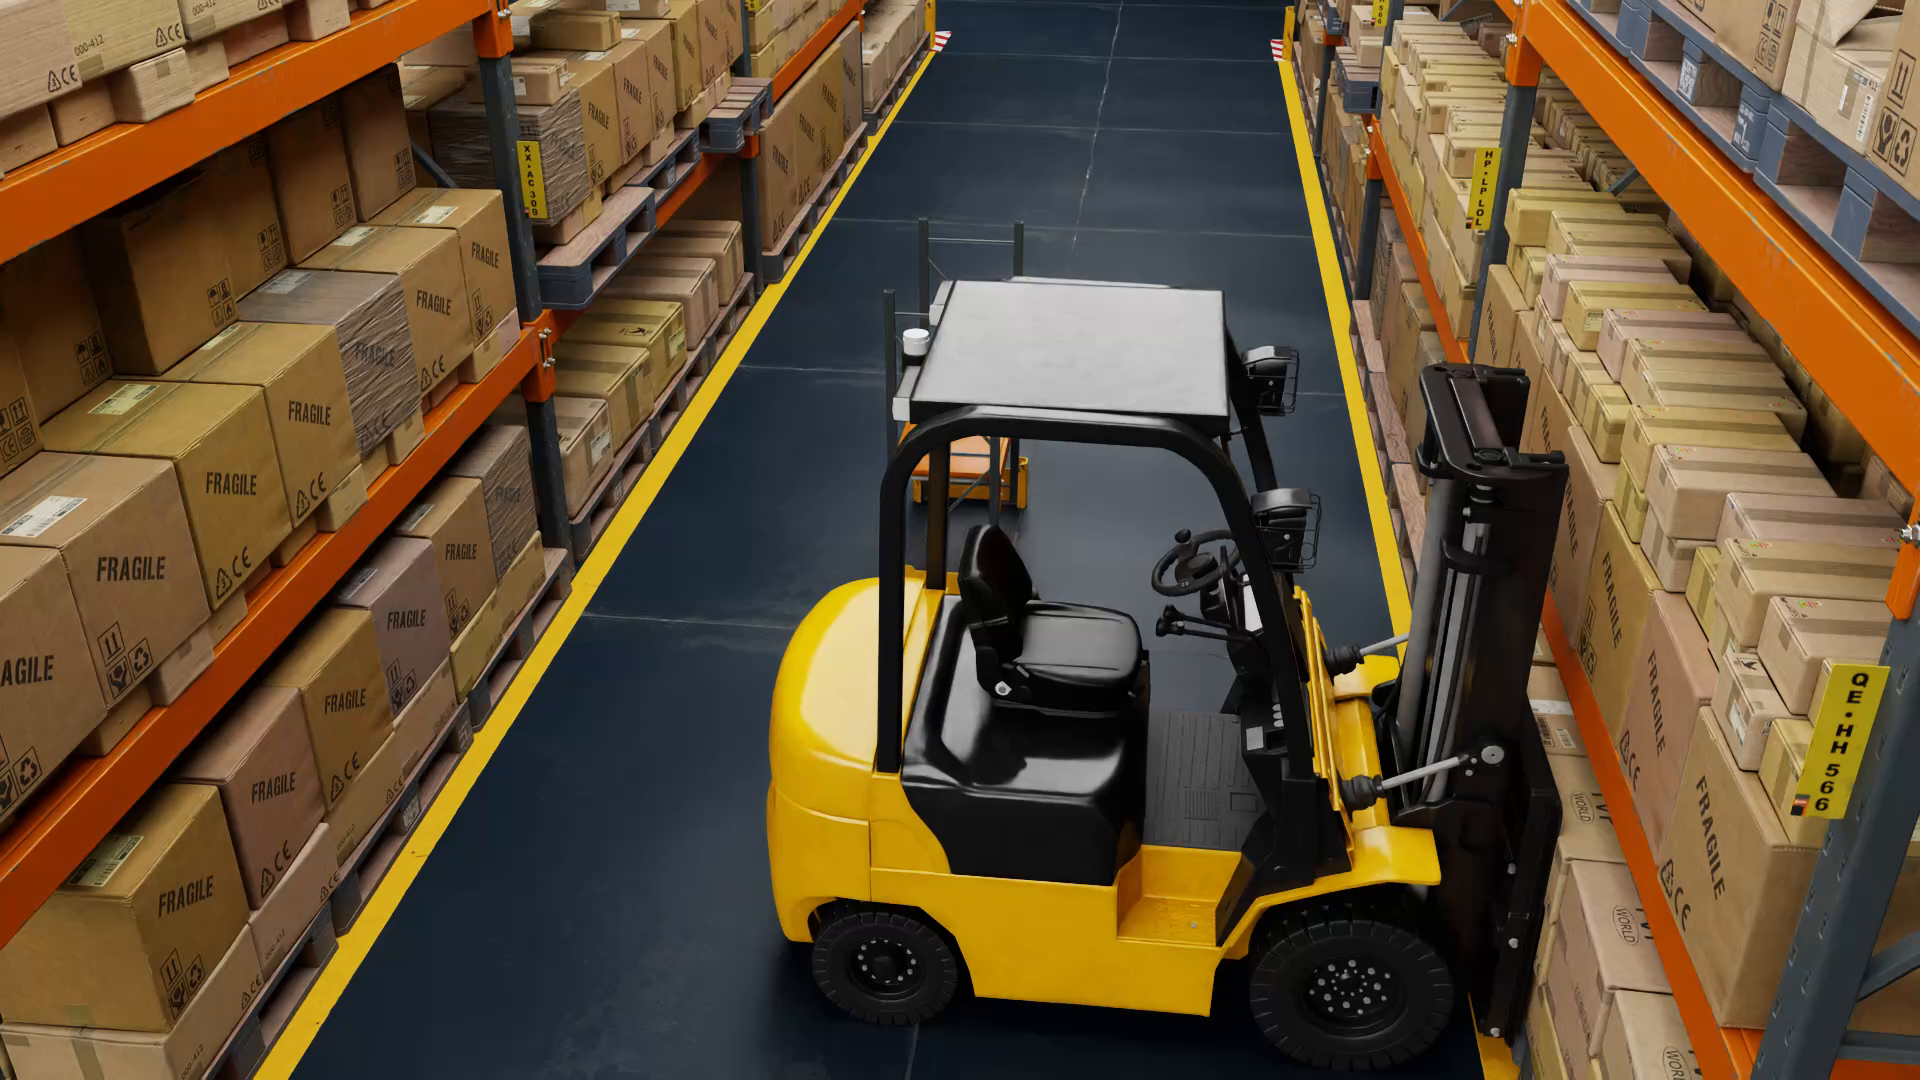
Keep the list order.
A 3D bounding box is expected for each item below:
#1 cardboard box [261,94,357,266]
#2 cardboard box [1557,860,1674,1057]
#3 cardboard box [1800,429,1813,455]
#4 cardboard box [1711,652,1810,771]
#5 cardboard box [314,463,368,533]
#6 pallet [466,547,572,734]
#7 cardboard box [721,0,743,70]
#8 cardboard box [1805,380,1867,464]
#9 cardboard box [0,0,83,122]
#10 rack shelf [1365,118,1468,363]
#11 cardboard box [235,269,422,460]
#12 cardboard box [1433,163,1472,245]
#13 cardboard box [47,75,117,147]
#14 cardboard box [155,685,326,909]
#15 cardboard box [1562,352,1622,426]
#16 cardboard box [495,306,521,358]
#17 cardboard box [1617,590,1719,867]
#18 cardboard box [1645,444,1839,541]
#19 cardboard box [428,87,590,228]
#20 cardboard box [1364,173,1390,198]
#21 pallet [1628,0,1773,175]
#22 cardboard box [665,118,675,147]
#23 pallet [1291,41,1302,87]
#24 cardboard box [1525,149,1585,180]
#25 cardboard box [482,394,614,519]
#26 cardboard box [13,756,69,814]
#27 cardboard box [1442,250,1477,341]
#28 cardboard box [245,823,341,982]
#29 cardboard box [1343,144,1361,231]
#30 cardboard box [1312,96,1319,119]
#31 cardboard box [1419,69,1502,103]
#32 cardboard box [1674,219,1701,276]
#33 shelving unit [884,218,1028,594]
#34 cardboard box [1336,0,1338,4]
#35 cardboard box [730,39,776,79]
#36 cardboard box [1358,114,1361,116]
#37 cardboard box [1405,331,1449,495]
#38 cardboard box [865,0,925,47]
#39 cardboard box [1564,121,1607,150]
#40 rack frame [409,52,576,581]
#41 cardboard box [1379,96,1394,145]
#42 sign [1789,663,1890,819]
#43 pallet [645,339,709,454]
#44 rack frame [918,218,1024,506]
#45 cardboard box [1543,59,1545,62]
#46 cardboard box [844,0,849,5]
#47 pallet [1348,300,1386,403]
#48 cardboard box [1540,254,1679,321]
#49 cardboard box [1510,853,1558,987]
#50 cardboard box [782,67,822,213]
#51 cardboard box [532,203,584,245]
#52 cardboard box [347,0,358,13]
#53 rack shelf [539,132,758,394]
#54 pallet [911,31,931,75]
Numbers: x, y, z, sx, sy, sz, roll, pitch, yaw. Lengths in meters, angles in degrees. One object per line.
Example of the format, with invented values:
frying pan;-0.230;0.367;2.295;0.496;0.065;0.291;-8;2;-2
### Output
cardboard box;-2.692;-1.339;6.099;0.700;0.500;0.500;4;29;6
cardboard box;1.901;1.122;4.406;0.500;0.250;0.500;4;29;7
cardboard box;2.615;-0.308;4.870;0.380;0.149;0.250;2;28;5
cardboard box;1.864;0.381;3.590;0.380;0.149;0.250;4;29;7
cardboard box;-2.254;-0.157;5.644;0.380;0.149;0.250;4;29;7
pallet;-2.386;0.389;7.306;1.003;0.211;1.213;3;28;6
cardboard box;-1.629;-3.170;10.109;0.500;0.500;0.500;3;28;5
cardboard box;2.569;-0.320;4.579;0.380;0.149;0.250;3;29;6
cardboard box;-2.432;-1.117;3.843;0.500;0.250;0.500;3;28;5
rack shelf;2.833;-1.495;8.621;1.077;0.370;4.000;3;28;6
cardboard box;-2.262;-0.621;5.822;0.500;0.500;0.500;4;29;8
cardboard box;2.450;-1.513;7.527;0.500;0.250;0.500;3;28;5
cardboard box;-2.422;-1.116;4.261;0.380;0.149;0.250;2;28;5
cardboard box;-2.394;0.800;5.268;0.500;0.500;0.500;2;28;4
cardboard box;2.102;-0.464;5.160;0.380;0.149;0.250;2;28;5
cardboard box;-2.076;-0.877;6.981;0.380;0.149;0.250;3;28;6
cardboard box;1.970;0.478;4.095;0.500;0.500;0.500;4;29;8
cardboard box;1.963;-0.113;4.195;0.380;0.149;0.250;4;29;7
cardboard box;-1.997;-1.721;7.420;0.500;0.500;0.500;4;29;7
cardboard box;2.887;-2.370;10.996;0.380;0.149;0.250;2;28;4
pallet;2.357;-1.176;4.202;1.003;0.211;1.213;3;28;6
cardboard box;-1.767;-2.212;9.016;0.380;0.149;0.250;2;28;5
pallet;3.952;-4.880;17.086;1.003;0.211;1.213;3;28;6
cardboard box;2.505;-1.608;7.283;0.380;0.149;0.250;3;28;6
cardboard box;-2.277;-0.432;8.217;0.950;0.372;0.625;4;29;7
cardboard box;-2.565;0.569;4.296;0.380;0.149;0.250;4;29;7
cardboard box;2.390;-1.057;7.207;0.500;0.250;0.500;4;29;7
cardboard box;-2.386;1.148;5.413;0.500;0.250;0.500;4;29;8
cardboard box;3.049;-2.531;11.978;0.500;0.500;0.500;5;29;8
cardboard box;3.345;-3.845;14.788;0.380;0.149;0.250;3;28;5
cardboard box;2.599;-2.342;8.645;0.380;0.149;0.250;4;29;7
cardboard box;2.777;-1.047;5.929;0.380;0.149;0.250;3;28;5
shelving unit;-0.009;-0.624;7.828;0.587;1.500;1.083;3;28;6
cardboard box;3.017;-4.130;12.453;0.396;0.266;0.258;5;29;9
cardboard box;-1.539;-3.190;11.166;0.500;0.250;0.500;3;28;5
cardboard box;3.158;-3.106;12.361;0.380;0.149;0.250;3;29;6
cardboard box;2.743;-0.621;8.301;0.875;0.625;0.625;3;28;6
cardboard box;-0.850;-5.546;17.641;0.875;0.438;0.875;2;28;4
cardboard box;3.026;-1.831;7.696;0.380;0.149;0.250;3;28;6
rack frame;-2.339;-1.157;7.235;1.000;3.000;0.127;3;28;6
cardboard box;2.781;-2.493;9.872;0.500;0.250;0.500;3;29;6
sign;1.561;0.360;2.948;0.100;0.325;0.005;3;28;6
pallet;-2.098;-0.872;9.646;1.003;0.211;1.213;3;28;6
rack frame;0.052;-0.859;8.264;0.500;1.500;0.032;3;28;6
cardboard box;3.264;-2.550;9.032;0.380;0.149;0.250;3;28;5
cardboard box;-1.164;-4.631;13.841;0.500;0.250;0.500;3;28;5
pallet;2.938;-1.140;10.144;1.003;0.211;1.213;3;28;6
cardboard box;2.156;-0.834;5.532;0.380;0.149;0.250;4;29;7
cardboard box;1.961;1.091;4.991;0.500;0.250;0.500;3;28;5
cardboard box;-1.568;-3.029;12.508;0.875;0.875;0.875;4;29;7
cardboard box;-1.958;-1.473;7.644;0.380;0.149;0.250;4;29;7
cardboard box;-2.279;-1.849;5.621;0.380;0.149;0.250;2;28;4
rack shelf;-2.094;-1.782;9.153;1.077;0.370;4.000;3;28;6
pallet;-0.889;-5.197;17.674;1.003;0.211;1.213;3;28;6
